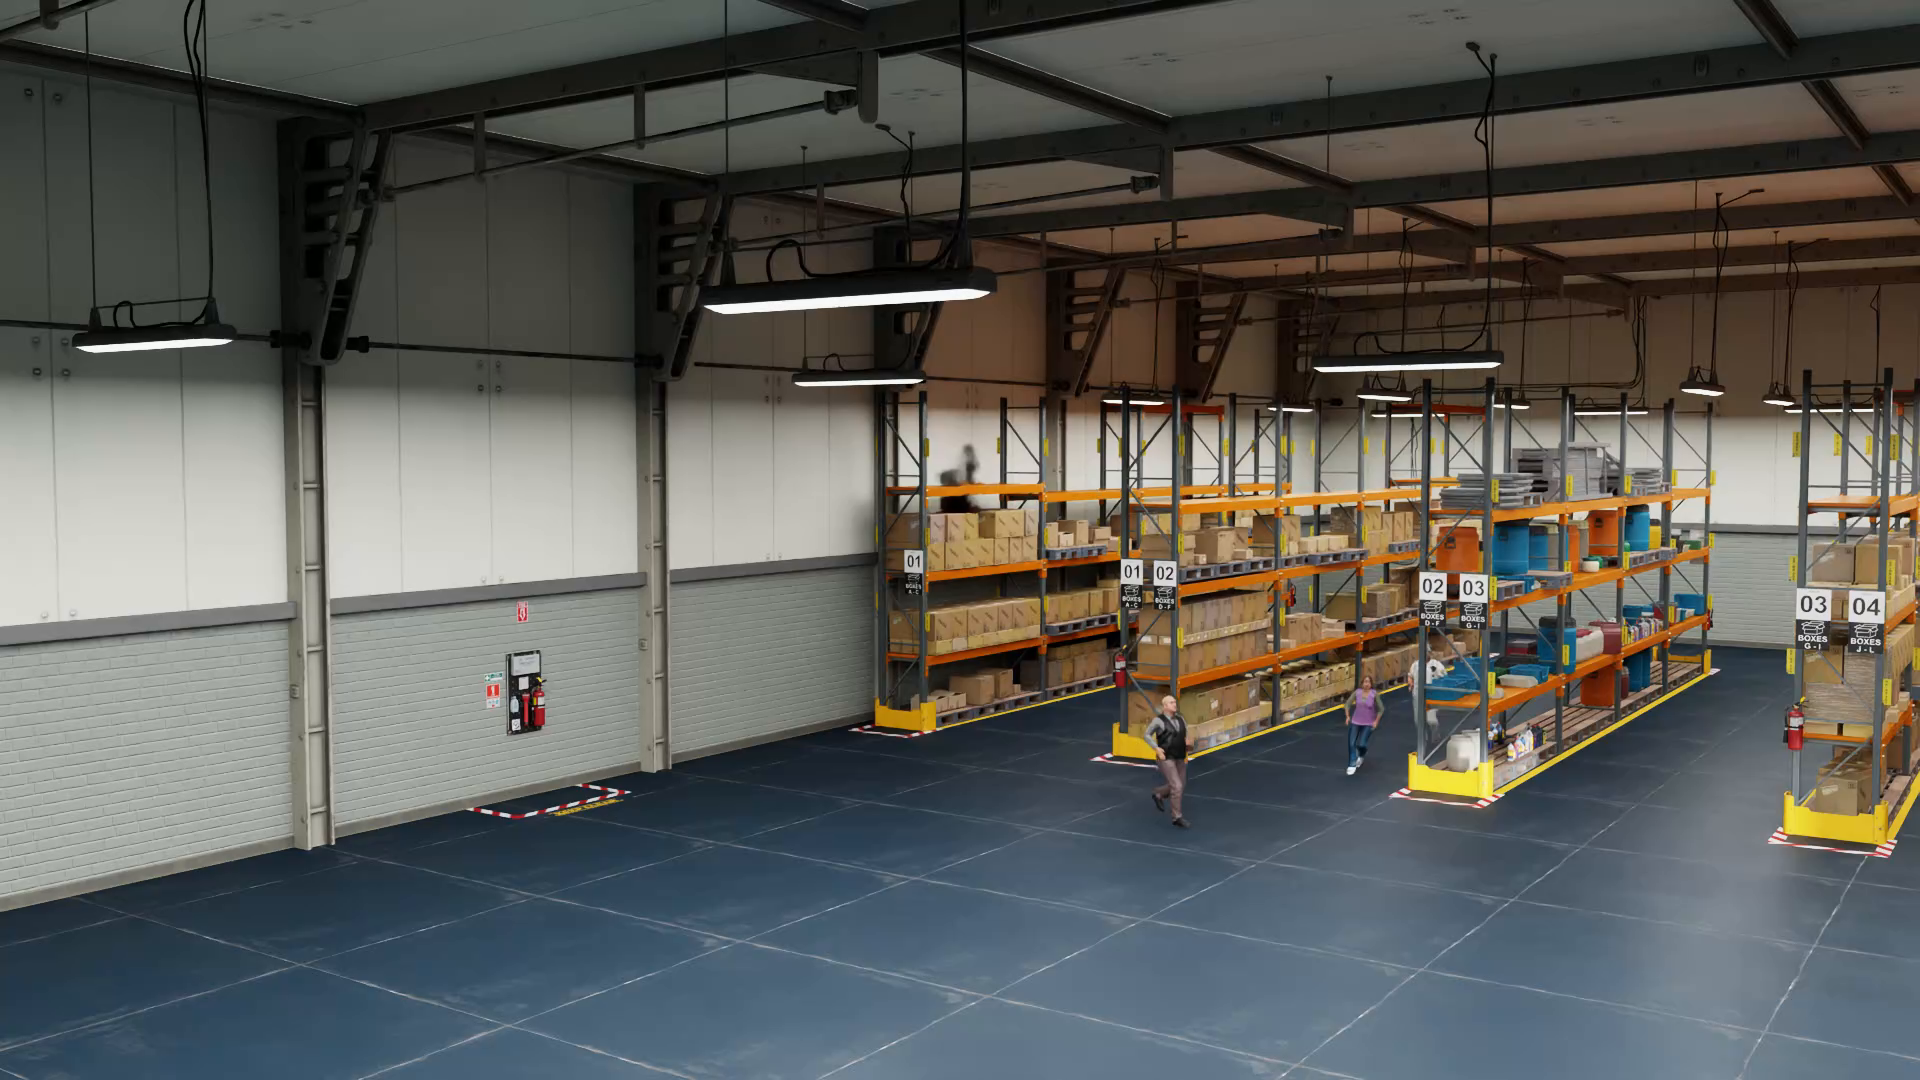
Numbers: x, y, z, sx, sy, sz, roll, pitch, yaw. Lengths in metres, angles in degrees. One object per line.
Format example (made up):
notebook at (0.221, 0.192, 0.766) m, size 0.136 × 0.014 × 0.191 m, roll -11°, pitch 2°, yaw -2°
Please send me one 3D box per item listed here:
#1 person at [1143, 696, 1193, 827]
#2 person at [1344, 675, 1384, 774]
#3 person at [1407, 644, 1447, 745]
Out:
person at (2.791, 2.924, 22.156) m, size 0.670 × 1.695 × 0.860 m, roll -2°, pitch 4°, yaw -35°
person at (6.167, 2.833, 25.462) m, size 0.594 × 1.551 × 0.483 m, roll 2°, pitch 4°, yaw 26°
person at (7.790, 2.591, 27.812) m, size 0.659 × 1.726 × 0.622 m, roll 2°, pitch 4°, yaw 29°
